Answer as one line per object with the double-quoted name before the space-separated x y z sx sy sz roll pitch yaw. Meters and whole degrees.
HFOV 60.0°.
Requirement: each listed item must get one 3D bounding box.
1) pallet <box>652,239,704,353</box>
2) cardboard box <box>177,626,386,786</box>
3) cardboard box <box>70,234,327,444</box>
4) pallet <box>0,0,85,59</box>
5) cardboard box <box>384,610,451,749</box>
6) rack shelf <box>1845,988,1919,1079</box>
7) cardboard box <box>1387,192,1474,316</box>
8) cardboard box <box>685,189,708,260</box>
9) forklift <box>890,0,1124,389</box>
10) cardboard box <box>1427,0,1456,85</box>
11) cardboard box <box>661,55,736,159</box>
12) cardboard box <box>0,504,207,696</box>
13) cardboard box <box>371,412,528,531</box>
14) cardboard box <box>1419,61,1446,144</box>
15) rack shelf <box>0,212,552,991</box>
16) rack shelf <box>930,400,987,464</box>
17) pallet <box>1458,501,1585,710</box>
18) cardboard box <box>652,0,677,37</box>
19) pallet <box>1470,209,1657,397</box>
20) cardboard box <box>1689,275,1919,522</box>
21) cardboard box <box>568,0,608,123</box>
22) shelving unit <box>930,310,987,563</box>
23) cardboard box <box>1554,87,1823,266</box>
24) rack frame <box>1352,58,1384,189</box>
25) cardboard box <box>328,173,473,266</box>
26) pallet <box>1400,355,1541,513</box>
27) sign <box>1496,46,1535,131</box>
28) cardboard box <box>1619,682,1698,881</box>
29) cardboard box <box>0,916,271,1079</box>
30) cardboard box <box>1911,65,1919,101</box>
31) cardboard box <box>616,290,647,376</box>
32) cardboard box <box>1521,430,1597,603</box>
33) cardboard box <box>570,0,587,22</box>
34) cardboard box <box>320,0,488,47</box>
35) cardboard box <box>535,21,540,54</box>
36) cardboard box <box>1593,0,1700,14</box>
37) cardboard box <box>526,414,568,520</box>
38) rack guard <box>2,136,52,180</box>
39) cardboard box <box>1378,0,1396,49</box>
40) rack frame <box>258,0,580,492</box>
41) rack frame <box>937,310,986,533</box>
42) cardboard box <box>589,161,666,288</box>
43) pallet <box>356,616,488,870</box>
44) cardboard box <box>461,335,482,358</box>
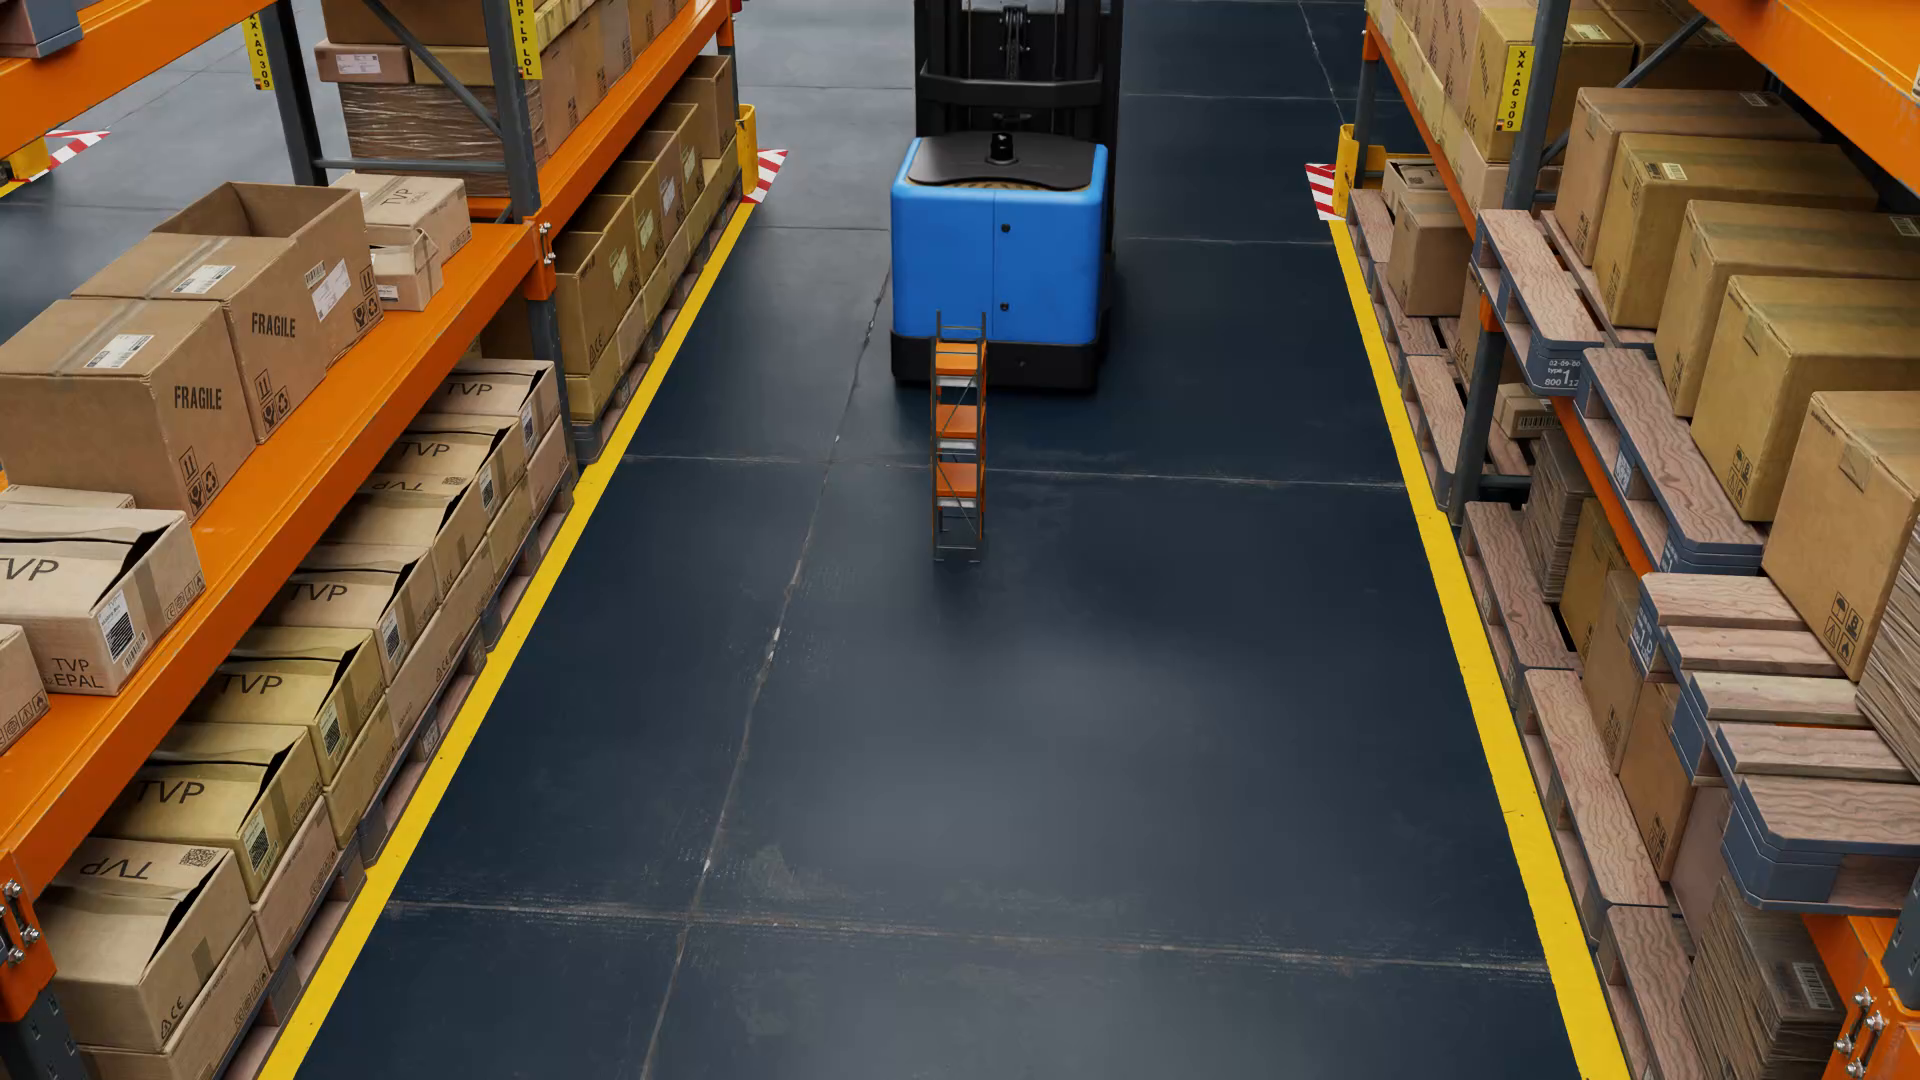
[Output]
"pallet" -2.063 -1.416 9.346 1.003 0.211 1.213 2 32 4
"cardboard box" -2.179 0.493 5.278 0.500 0.311 0.500 2 32 3
"cardboard box" -2.429 -0.653 5.356 0.500 0.500 0.500 3 32 4
"pallet" -2.626 -1.013 3.355 1.213 0.211 1.003 4 32 6
"cardboard box" -2.138 0.470 5.849 0.500 0.250 0.500 3 32 5
"rack shelf" 2.183 2.104 1.662 1.077 0.370 4.000 2 32 4
"cardboard box" 2.695 -1.517 8.815 0.700 0.500 0.500 1 32 1
"cardboard box" -1.758 -1.832 9.585 0.500 0.250 0.500 2 32 4
"forklift" 0.334 -2.758 8.931 1.130 2.935 3.031 3 32 6
"cardboard box" 2.488 -2.388 7.675 0.500 0.500 0.500 2 32 3
"cardboard box" -1.688 -2.675 10.237 0.500 0.500 0.500 2 32 4
"cardboard box" -2.326 0.121 4.279 0.500 0.311 0.500 2 32 3
"cardboard box" -2.050 -0.300 6.563 0.500 0.311 0.500 3 32 5
"cardboard box" 2.482 -2.069 7.871 0.500 0.250 0.500 2 32 4
"rack shelf" -2.429 -0.197 5.396 1.077 0.370 4.000 2 32 4
"rack shelf" -0.004 -0.410 6.935 0.215 0.259 0.240 2 32 4
"pallet" 2.609 0.255 6.635 1.003 0.211 1.213 2 32 4
"cardboard box" -2.029 -3.165 9.431 0.700 0.500 0.500 3 32 5
"pallet" 2.464 -0.864 5.976 1.003 0.211 1.213 2 32 4
"cardboard box" 2.453 -0.376 4.487 0.700 0.500 0.500 2 32 4
"cardboard box" -2.155 -2.362 8.129 0.700 0.500 0.500 3 32 5
"shelving unit" -0.004 -0.419 6.929 0.215 1.050 0.252 2 32 4
"cardboard box" 2.596 -1.305 5.993 0.700 0.500 0.500 3 32 4
"rack frame" 2.997 -3.431 9.958 1.000 3.000 0.127 2 32 4
"cardboard box" -2.263 -1.226 6.523 0.500 0.250 0.500 4 32 7
"pallet" 2.691 -0.505 7.868 1.003 0.211 1.213 2 32 4
"sign" 2.130 -1.727 6.368 0.100 0.325 0.005 2 32 4
"cardboard box" 2.522 0.725 5.178 0.700 0.500 0.500 2 32 4
"cardboard box" -2.257 1.273 4.546 0.500 0.250 0.500 2 32 4
"cardboard box" 2.135 -0.883 3.031 0.500 0.311 0.500 2 32 4
"cardboard box" -1.881 -1.048 8.312 0.500 0.250 0.500 2 32 4
"cardboard box" 2.628 -0.077 6.479 0.700 0.500 0.500 3 32 6
"cardboard box" -1.969 -2.534 7.790 0.380 0.149 0.250 1 32 2
"cardboard box" -2.237 -2.376 6.915 0.700 0.500 0.500 3 32 4
"cardboard box" -2.031 -2.131 7.136 0.380 0.149 0.250 3 32 5
"cardboard box" 2.963 -2.110 7.225 0.500 0.500 0.500 2 32 4
"cardboard box" -2.011 -0.328 7.144 0.500 0.250 0.500 2 32 4
"rack guard" -6.837 -2.748 11.233 1.175 0.500 0.348 2 32 4
"cardboard box" 2.613 -2.862 9.159 0.500 0.250 0.500 2 32 2
"rack frame" -2.266 -1.549 6.904 1.000 3.000 0.127 2 32 4
"rack frame" 0.006 -0.483 7.033 0.200 1.050 0.008 2 32 4
"cardboard box" -1.835 -1.629 8.539 0.500 0.500 0.500 2 32 4
"pallet" -2.384 0.665 5.970 1.003 0.211 1.213 2 32 4
"cardboard box" -2.446 -0.809 7.924 0.500 0.250 0.500 2 32 4
